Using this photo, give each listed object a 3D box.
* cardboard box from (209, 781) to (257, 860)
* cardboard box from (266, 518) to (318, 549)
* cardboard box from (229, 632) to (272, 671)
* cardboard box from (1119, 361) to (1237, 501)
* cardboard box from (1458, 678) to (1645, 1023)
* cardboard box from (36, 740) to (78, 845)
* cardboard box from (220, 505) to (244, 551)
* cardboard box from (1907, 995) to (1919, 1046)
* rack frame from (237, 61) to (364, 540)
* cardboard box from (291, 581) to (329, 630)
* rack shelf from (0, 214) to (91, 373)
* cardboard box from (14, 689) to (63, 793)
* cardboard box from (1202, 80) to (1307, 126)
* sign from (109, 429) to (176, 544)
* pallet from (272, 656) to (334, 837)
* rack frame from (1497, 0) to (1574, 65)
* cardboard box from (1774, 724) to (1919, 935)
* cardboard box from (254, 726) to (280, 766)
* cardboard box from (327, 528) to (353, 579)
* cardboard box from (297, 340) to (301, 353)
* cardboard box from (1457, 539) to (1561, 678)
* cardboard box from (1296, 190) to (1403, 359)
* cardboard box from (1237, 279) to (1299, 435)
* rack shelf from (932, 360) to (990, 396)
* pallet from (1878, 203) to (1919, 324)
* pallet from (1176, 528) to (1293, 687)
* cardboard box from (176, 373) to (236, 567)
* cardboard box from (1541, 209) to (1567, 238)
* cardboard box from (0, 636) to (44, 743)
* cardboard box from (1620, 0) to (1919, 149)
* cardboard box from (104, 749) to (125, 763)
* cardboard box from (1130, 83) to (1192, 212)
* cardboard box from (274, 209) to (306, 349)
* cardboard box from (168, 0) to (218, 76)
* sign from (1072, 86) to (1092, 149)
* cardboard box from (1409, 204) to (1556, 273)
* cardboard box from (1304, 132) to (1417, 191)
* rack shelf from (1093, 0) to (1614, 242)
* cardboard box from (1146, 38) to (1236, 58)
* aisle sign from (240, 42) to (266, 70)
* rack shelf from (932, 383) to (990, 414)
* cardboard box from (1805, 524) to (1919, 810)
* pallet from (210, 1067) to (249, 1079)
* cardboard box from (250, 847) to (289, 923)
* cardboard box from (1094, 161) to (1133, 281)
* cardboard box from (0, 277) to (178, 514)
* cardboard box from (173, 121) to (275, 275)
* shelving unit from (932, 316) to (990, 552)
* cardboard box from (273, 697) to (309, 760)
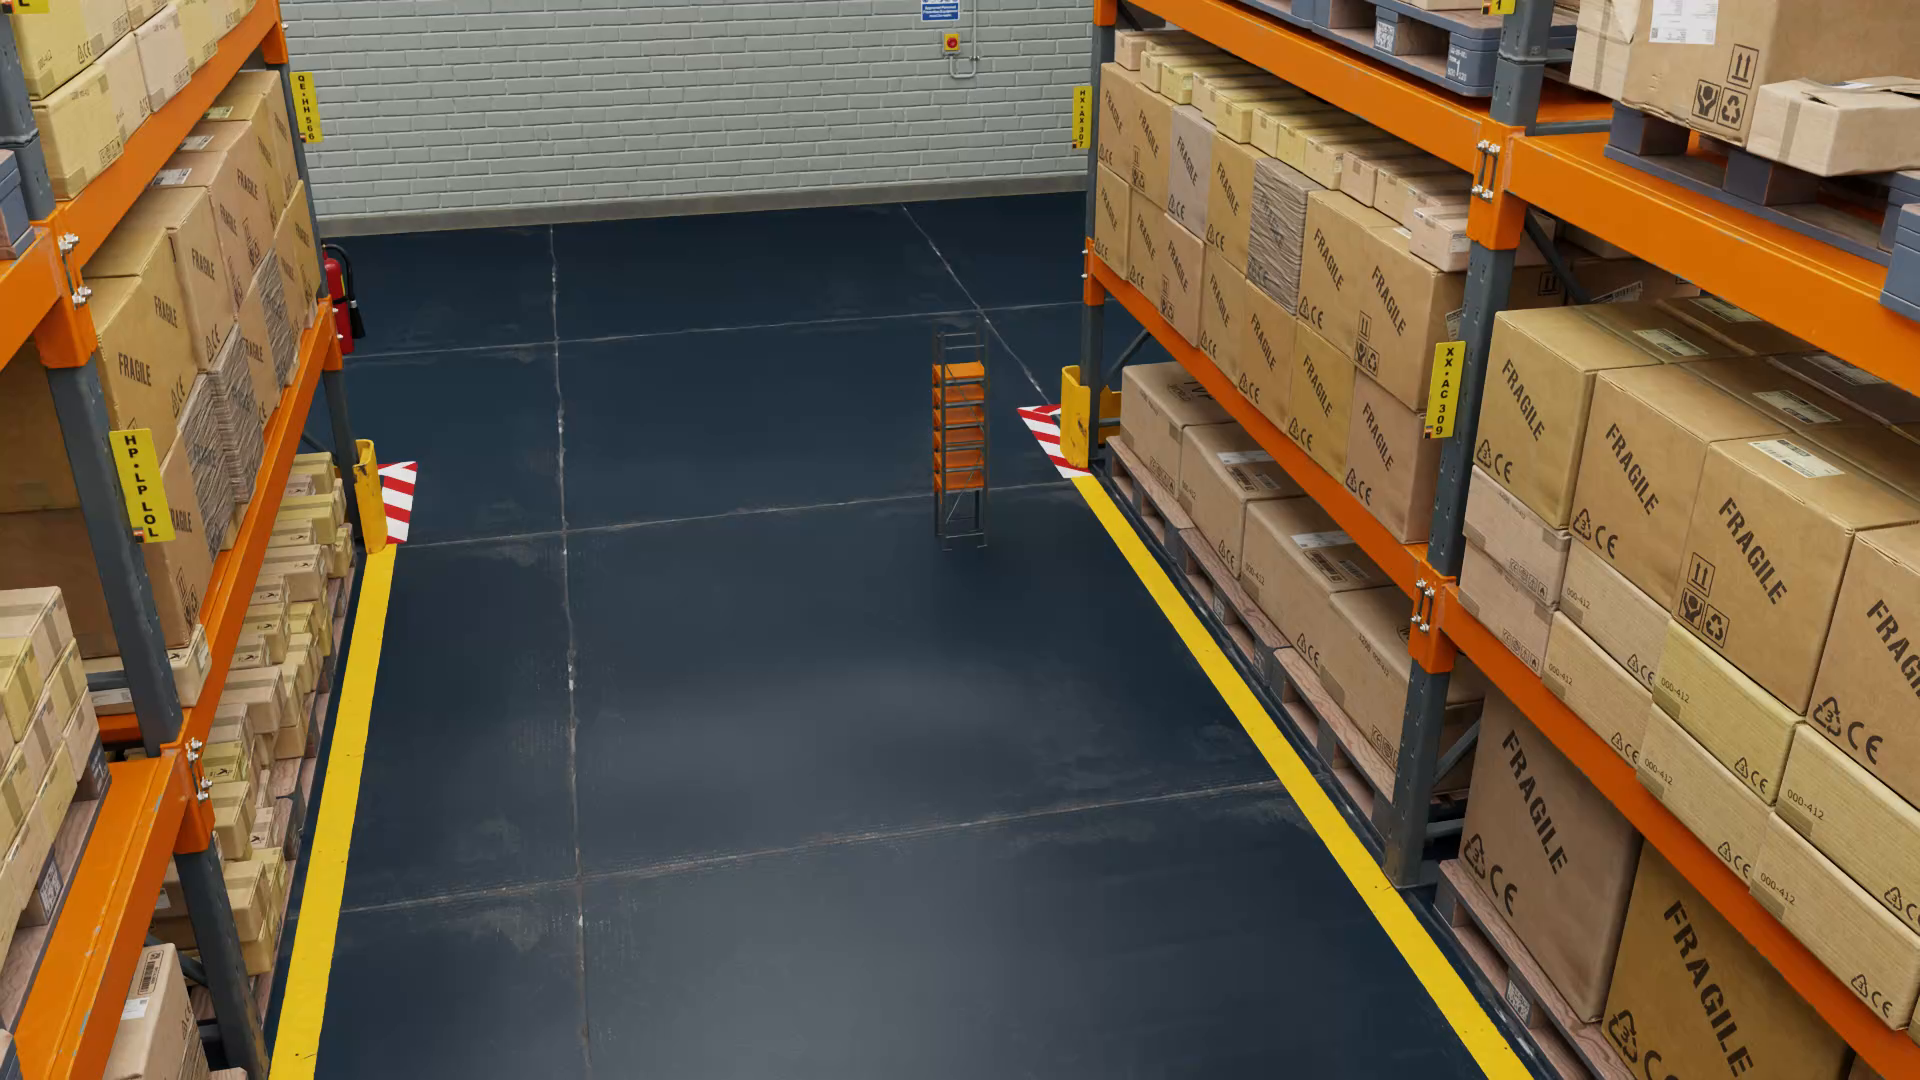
[{"bbox_3d":[-2.590,0.954,5.568,0.380,0.149,0.250,-5,27,-9],"label":"cardboard box"},{"bbox_3d":[-3.066,0.041,7.377,0.380,0.149,0.250,-7,28,-14],"label":"cardboard box"},{"bbox_3d":[-2.896,0.505,6.458,0.380,0.149,0.250,-7,28,-14],"label":"cardboard box"},{"bbox_3d":[1.435,-0.633,9.053,0.875,0.438,0.875,-7,28,-13],"label":"cardboard box"},{"bbox_3d":[2.308,0.912,5.506,0.875,0.875,0.875,-5,27,-10],"label":"cardboard box"},{"bbox_3d":[-2.368,0.627,3.992,0.380,0.149,0.250,-6,27,-11],"label":"cardboard box"},{"bbox_3d":[-2.745,-0.066,5.831,0.380,0.149,0.250,-5,27,-11],"label":"cardboard box"},{"bbox_3d":[2.396,1.069,3.470,0.500,0.250,0.500,-6,27,-12],"label":"cardboard box"},{"bbox_3d":[-3.611,-1.322,8.040,1.000,3.000,0.127,-6,27,-12],"label":"rack frame"},{"bbox_3d":[-2.966,0.287,7.220,0.380,0.149,0.250,-6,27,-11],"label":"cardboard box"},{"bbox_3d":[-2.259,0.294,2.308,1.077,0.370,4.000,-6,27,-12],"label":"rack shelf"},{"bbox_3d":[-2.367,0.496,3.921,0.380,0.149,0.250,-6,27,-11],"label":"cardboard box"},{"bbox_3d":[1.277,-1.895,7.234,0.380,0.149,0.250,-6,27,-11],"label":"cardboard box"},{"bbox_3d":[-2.170,-0.141,4.415,0.100,0.325,0.005,-6,27,-12],"label":"sign"},{"bbox_3d":[-3.174,0.851,6.830,1.003,0.211,1.213,-6,27,-12],"label":"pallet"},{"bbox_3d":[2.090,-2.791,4.293,1.000,3.000,0.127,-6,27,-12],"label":"rack frame"},{"bbox_3d":[2.263,0.625,3.795,0.500,0.250,0.500,-7,28,-13],"label":"cardboard box"},{"bbox_3d":[-2.811,0.747,6.308,0.380,0.149,0.250,-5,27,-9],"label":"cardboard box"},{"bbox_3d":[-3.133,0.076,7.969,0.380,0.149,0.250,-5,27,-10],"label":"cardboard box"},{"bbox_3d":[-3.172,-0.874,7.431,0.380,0.149,0.250,-6,27,-12],"label":"cardboard box"},{"bbox_3d":[1.932,0.174,5.243,0.500,0.250,0.500,-7,28,-13],"label":"cardboard box"},{"bbox_3d":[1.608,-1.007,6.195,0.500,0.500,0.500,-6,27,-12],"label":"cardboard box"},{"bbox_3d":[1.488,-0.780,6.855,0.500,0.500,0.500,-6,27,-12],"label":"cardboard box"},{"bbox_3d":[0.003,-0.811,8.325,0.258,0.103,0.180,-6,27,-12],"label":"rack shelf"},{"bbox_3d":[2.540,-0.380,3.054,1.003,0.211,1.213,-5,27,-9],"label":"pallet"},{"bbox_3d":[1.717,0.253,8.014,1.003,0.211,1.213,-6,27,-12],"label":"pallet"},{"bbox_3d":[-2.694,-0.203,5.382,0.500,0.500,0.500,-6,27,-12],"label":"cardboard box"},{"bbox_3d":[2.198,-1.170,5.798,0.380,0.149,0.250,-6,27,-11],"label":"cardboard box"},{"bbox_3d":[-2.368,0.367,3.846,0.380,0.149,0.250,-7,28,-13],"label":"cardboard box"},{"bbox_3d":[2.006,-1.268,4.027,0.500,0.500,0.500,-6,27,-13],"label":"cardboard box"},{"bbox_3d":[-3.185,0.785,5.903,0.380,0.149,0.250,-5,27,-10],"label":"cardboard box"},{"bbox_3d":[1.143,-1.894,7.954,0.500,0.500,0.500,-7,28,-13],"label":"cardboard box"},{"bbox_3d":[-3.148,-1.102,7.163,0.500,0.500,0.500,-6,27,-12],"label":"cardboard box"},{"bbox_3d":[-2.891,-1.748,5.721,0.500,0.250,0.500,-5,27,-9],"label":"cardboard box"},{"bbox_3d":[0.647,-2.237,8.805,0.100,0.325,0.005,-6,27,-12],"label":"sign"},{"bbox_3d":[1.711,-0.997,5.455,0.380,0.149,0.250,-7,28,-13],"label":"cardboard box"},{"bbox_3d":[1.544,-1.449,6.352,0.380,0.149,0.250,-6,27,-12],"label":"cardboard box"},{"bbox_3d":[1.639,-2.009,6.871,1.077,0.370,4.000,-6,27,-12],"label":"rack shelf"},{"bbox_3d":[1.127,-2.358,8.152,0.380,0.149,0.250,-5,27,-10],"label":"cardboard box"},{"bbox_3d":[-3.335,-2.545,7.579,0.394,0.787,0.004,-6,27,-12],"label":"aisle sign"},{"bbox_3d":[0.003,-0.704,8.379,0.258,0.103,0.180,-6,27,-12],"label":"rack shelf"},{"bbox_3d":[2.284,0.285,3.635,0.500,0.500,0.500,-6,27,-12],"label":"cardboard box"},{"bbox_3d":[-2.533,2.020,4.513,1.003,0.211,1.213,-6,27,-12],"label":"pallet"},{"bbox_3d":[-2.539,1.210,5.722,0.380,0.149,0.250,-5,27,-10],"label":"cardboard box"},{"bbox_3d":[1.017,-1.674,8.626,0.500,0.500,0.500,-6,27,-12],"label":"cardboard box"},{"bbox_3d":[-2.574,-0.413,4.688,0.500,0.500,0.500,-5,27,-10],"label":"cardboard box"},{"bbox_3d":[-3.026,-1.320,6.487,0.500,0.500,0.500,-5,27,-9],"label":"cardboard box"},{"bbox_3d":[0.003,-0.529,8.467,0.258,1.200,0.189,-6,27,-12],"label":"shelving unit"},{"bbox_3d":[-2.811,0.761,6.611,0.380,0.149,0.250,-7,28,-13],"label":"cardboard box"}]
